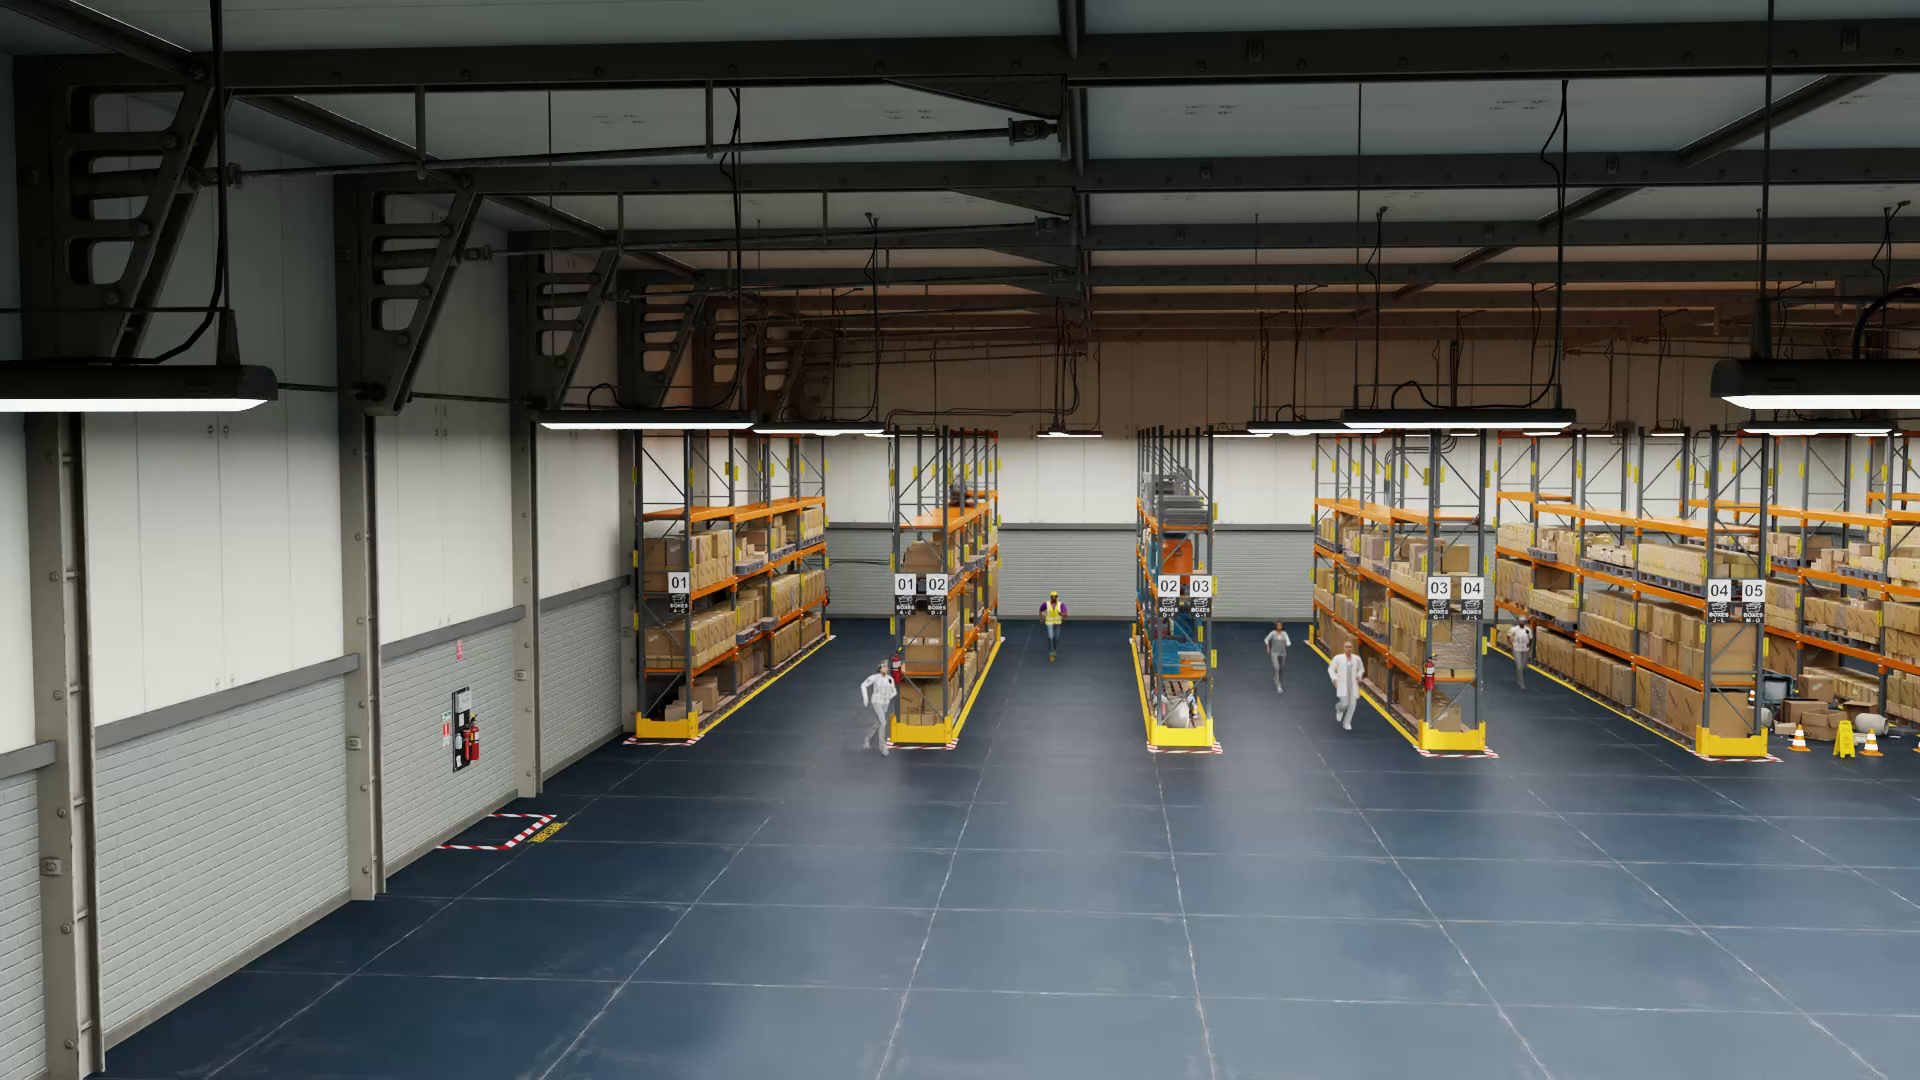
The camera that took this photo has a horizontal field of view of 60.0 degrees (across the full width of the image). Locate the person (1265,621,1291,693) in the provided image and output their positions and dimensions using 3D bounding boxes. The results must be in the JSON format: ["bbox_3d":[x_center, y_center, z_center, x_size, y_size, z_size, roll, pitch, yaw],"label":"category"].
[{"bbox_3d":[7.242,2.628,37.849,0.534,1.590,0.889,0,3,-5],"label":"person"}]

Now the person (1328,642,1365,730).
[{"bbox_3d":[7.669,2.879,32.935,0.707,1.727,0.640,0,3,-1],"label":"person"}]

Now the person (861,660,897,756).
[{"bbox_3d":[-1.422,3.041,30.516,0.606,1.691,0.816,-3,4,-39],"label":"person"}]

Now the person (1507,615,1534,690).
[{"bbox_3d":[12.926,2.567,38.297,0.591,1.699,0.809,0,3,2],"label":"person"}]

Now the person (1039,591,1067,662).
[{"bbox_3d":[2.438,2.218,43.274,0.687,1.791,0.918,0,3,-6],"label":"person"}]
